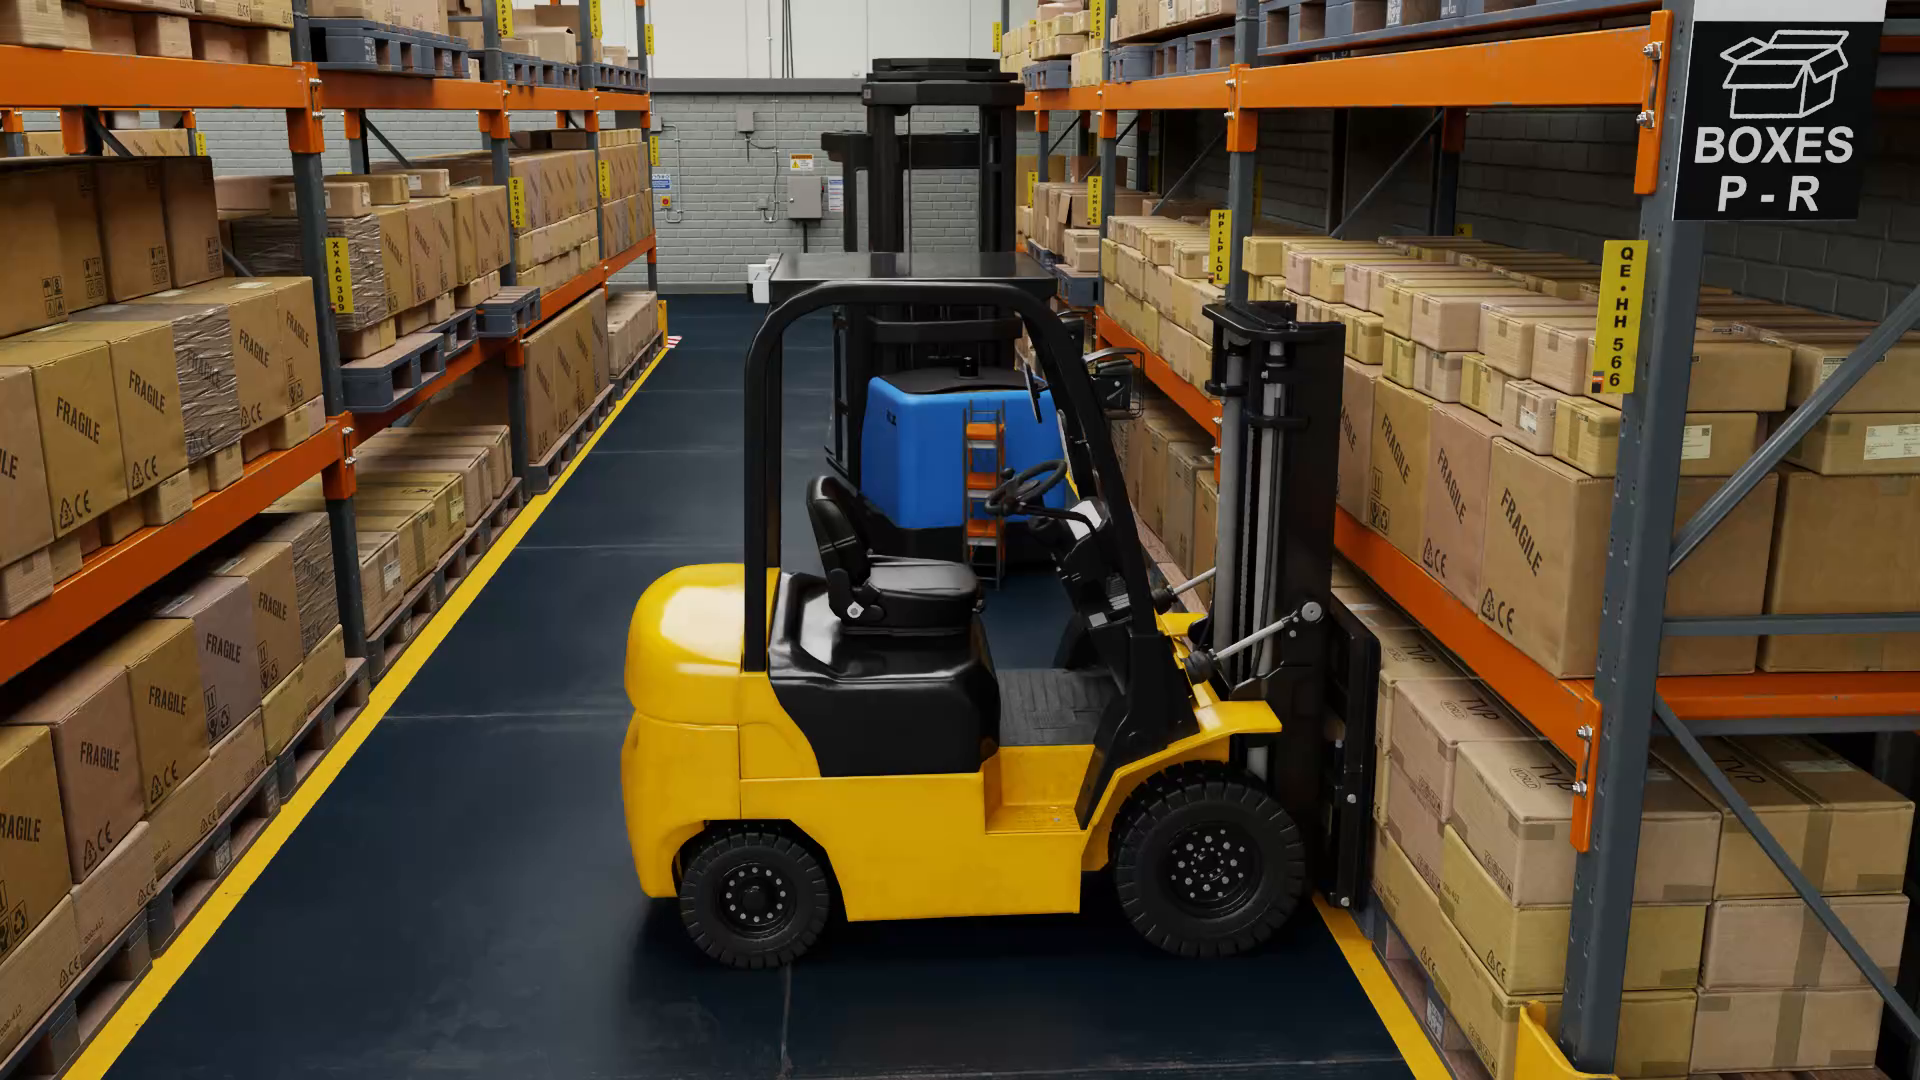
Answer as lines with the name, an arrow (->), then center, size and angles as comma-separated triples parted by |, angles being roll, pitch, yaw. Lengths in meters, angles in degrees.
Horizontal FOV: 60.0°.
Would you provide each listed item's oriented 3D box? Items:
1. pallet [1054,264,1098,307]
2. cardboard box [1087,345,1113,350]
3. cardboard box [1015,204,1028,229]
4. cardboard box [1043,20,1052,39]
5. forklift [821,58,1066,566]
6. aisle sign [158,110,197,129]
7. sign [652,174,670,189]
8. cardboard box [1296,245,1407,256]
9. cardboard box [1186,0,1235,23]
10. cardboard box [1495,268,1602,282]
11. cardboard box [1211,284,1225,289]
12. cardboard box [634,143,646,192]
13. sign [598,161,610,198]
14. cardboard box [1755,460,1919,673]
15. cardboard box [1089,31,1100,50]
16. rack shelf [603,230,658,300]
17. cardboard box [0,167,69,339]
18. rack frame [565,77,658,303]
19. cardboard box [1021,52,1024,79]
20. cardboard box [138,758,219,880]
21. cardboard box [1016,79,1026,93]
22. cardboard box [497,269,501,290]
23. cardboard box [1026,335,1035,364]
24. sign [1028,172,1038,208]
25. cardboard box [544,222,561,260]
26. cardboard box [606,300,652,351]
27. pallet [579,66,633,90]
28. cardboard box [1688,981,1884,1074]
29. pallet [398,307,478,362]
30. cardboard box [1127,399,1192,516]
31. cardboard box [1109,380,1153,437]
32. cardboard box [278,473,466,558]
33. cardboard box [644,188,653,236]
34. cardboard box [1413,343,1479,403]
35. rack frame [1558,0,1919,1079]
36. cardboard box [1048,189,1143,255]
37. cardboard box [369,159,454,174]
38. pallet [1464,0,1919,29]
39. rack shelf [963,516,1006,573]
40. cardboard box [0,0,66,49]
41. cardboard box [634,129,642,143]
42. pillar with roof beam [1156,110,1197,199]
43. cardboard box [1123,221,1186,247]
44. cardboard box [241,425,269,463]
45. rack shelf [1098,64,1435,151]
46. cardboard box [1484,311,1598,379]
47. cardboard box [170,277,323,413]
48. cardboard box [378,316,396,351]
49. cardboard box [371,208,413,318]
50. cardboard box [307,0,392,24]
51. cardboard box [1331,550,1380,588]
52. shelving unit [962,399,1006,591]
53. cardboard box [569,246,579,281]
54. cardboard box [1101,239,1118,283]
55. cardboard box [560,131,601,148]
pallet -> 1.346, -1.869, 12.154 | 1.213, 0.211, 1.003 | -1, 14, -3
cardboard box -> 1.184, -1.420, 12.897 | 0.380, 0.149, 0.250 | 0, 14, -2
cardboard box -> 0.841, -3.360, 17.269 | 0.500, 0.250, 0.500 | -1, 14, -5
cardboard box -> 0.895, -4.242, 13.837 | 0.380, 0.149, 0.250 | -1, 14, -4
forklift -> -0.260, -1.571, 10.751 | 1.130, 2.935, 3.031 | -4, 15, -16
aisle sign -> -8.630, -4.886, 18.280 | 0.394, 0.787, 0.004 | -1, 14, -3
sign -> -4.416, -5.253, 24.382 | 0.327, 0.218, 0.001 | -1, 14, -3
cardboard box -> 1.561, -1.095, 6.663 | 0.380, 0.149, 0.250 | -1, 14, -4
cardboard box -> 1.335, -2.651, 8.250 | 0.380, 0.149, 0.250 | -1, 14, -4
cardboard box -> 2.059, -0.849, 5.705 | 0.380, 0.149, 0.250 | 0, 14, -2
cardboard box -> 1.429, -1.307, 8.085 | 0.380, 0.149, 0.250 | -1, 14, -4
cardboard box -> -3.662, -3.993, 17.818 | 0.500, 0.500, 0.500 | -1, 14, -3
sign -> -3.202, -3.244, 14.952 | 0.100, 0.325, 0.005 | -1, 14, -3
cardboard box -> 2.201, 0.020, 4.229 | 0.500, 0.500, 0.500 | 0, 14, -2
cardboard box -> 1.150, -3.643, 12.147 | 0.380, 0.149, 0.250 | -1, 14, -3
rack shelf -> -3.867, -2.860, 17.067 | 1.077, 0.370, 4.000 | -1, 14, -3
cardboard box -> -3.300, -0.905, 5.218 | 0.700, 0.500, 0.500 | -1, 14, -4
rack frame -> -3.991, -3.706, 18.910 | 1.000, 3.000, 0.127 | -1, 14, -3
cardboard box -> 0.868, -4.686, 16.402 | 0.500, 0.250, 0.500 | -1, 14, -2
cardboard box -> -2.844, 0.934, 5.552 | 0.500, 0.250, 0.500 | 0, 14, 0
cardboard box -> 0.769, -4.587, 16.819 | 0.380, 0.149, 0.250 | -1, 14, -2
cardboard box -> -3.152, -1.655, 10.599 | 0.380, 0.149, 0.250 | -1, 14, -3
cardboard box -> 0.861, -1.891, 16.500 | 0.396, 0.266, 0.258 | 0, 14, -1
sign -> 0.669, -3.198, 15.198 | 0.100, 0.325, 0.005 | -1, 14, -3
cardboard box -> -3.330, -2.268, 12.621 | 0.500, 0.250, 0.500 | -1, 14, -4
cardboard box -> -3.785, -2.278, 17.661 | 0.875, 0.438, 0.875 | 0, 14, -2
pallet -> -3.856, -4.627, 16.649 | 1.003, 0.211, 1.213 | -1, 14, -3
cardboard box -> 2.119, 1.199, 4.523 | 0.500, 0.250, 0.500 | -1, 14, -3
pallet -> -3.332, -1.132, 9.291 | 1.003, 0.211, 1.213 | -1, 14, -3
cardboard box -> 1.532, -0.530, 10.488 | 0.875, 0.625, 0.625 | 0, 14, -2
cardboard box -> 1.218, -0.889, 12.134 | 0.500, 0.500, 0.500 | 0, 14, -2
cardboard box -> -3.375, -0.134, 9.460 | 0.950, 0.372, 0.625 | 0, 14, -2
cardboard box -> -3.697, -3.639, 18.448 | 0.500, 0.500, 0.500 | -1, 14, -3
cardboard box -> 1.585, -0.505, 4.967 | 0.380, 0.149, 0.250 | -1, 14, -5
rack frame -> 1.951, 0.196, 3.746 | 0.949, 2.616, 0.053 | -1, 14, -3
cardboard box -> 1.098, -2.593, 13.540 | 0.700, 0.500, 0.500 | -1, 14, -4
cardboard box -> -3.789, -2.374, 11.525 | 0.500, 0.500, 0.500 | -1, 14, -5
pallet -> 1.936, -1.390, 4.068 | 1.003, 0.211, 1.213 | -1, 14, -3
rack shelf -> 0.141, 0.023, 9.461 | 0.215, 0.259, 0.240 | 2, 18, 9
cardboard box -> -2.780, -1.467, 4.691 | 0.380, 0.149, 0.250 | -1, 14, -3
cardboard box -> -3.629, -4.341, 17.869 | 0.380, 0.149, 0.250 | -1, 14, -4
pillar with roof beam -> -2.230, -5.815, 15.067 | 9.100, 9.000, 0.400 | -1, 14, -3
cardboard box -> 1.244, -1.943, 10.555 | 0.380, 0.149, 0.250 | 0, 14, -2
cardboard box -> -2.963, -0.397, 6.553 | 0.380, 0.149, 0.250 | -1, 14, -3
rack shelf -> 1.582, -2.401, 9.262 | 1.077, 0.370, 4.000 | -1, 14, -3
cardboard box -> 1.632, -0.522, 4.437 | 0.380, 0.149, 0.250 | -1, 14, -2
cardboard box -> -2.972, -0.807, 6.847 | 0.500, 0.500, 0.500 | -1, 14, -5
cardboard box -> -2.973, -1.008, 8.085 | 0.380, 0.149, 0.250 | -1, 14, -2
cardboard box -> -3.022, -1.363, 8.164 | 0.500, 0.500, 0.500 | -1, 14, -3
cardboard box -> -2.884, -2.457, 7.493 | 0.500, 0.250, 0.500 | -1, 14, -5
cardboard box -> 1.487, 0.221, 6.317 | 0.500, 0.250, 0.500 | 0, 14, -2
shelving unit -> 0.138, -0.252, 9.375 | 0.215, 1.050, 0.252 | 2, 18, 9
cardboard box -> -3.421, -2.278, 13.663 | 0.500, 0.250, 0.500 | -1, 14, -5
cardboard box -> 1.217, -1.849, 10.990 | 0.500, 0.250, 0.500 | -1, 14, -3
cardboard box -> -3.536, -3.704, 15.394 | 0.380, 0.149, 0.250 | -1, 14, -3
